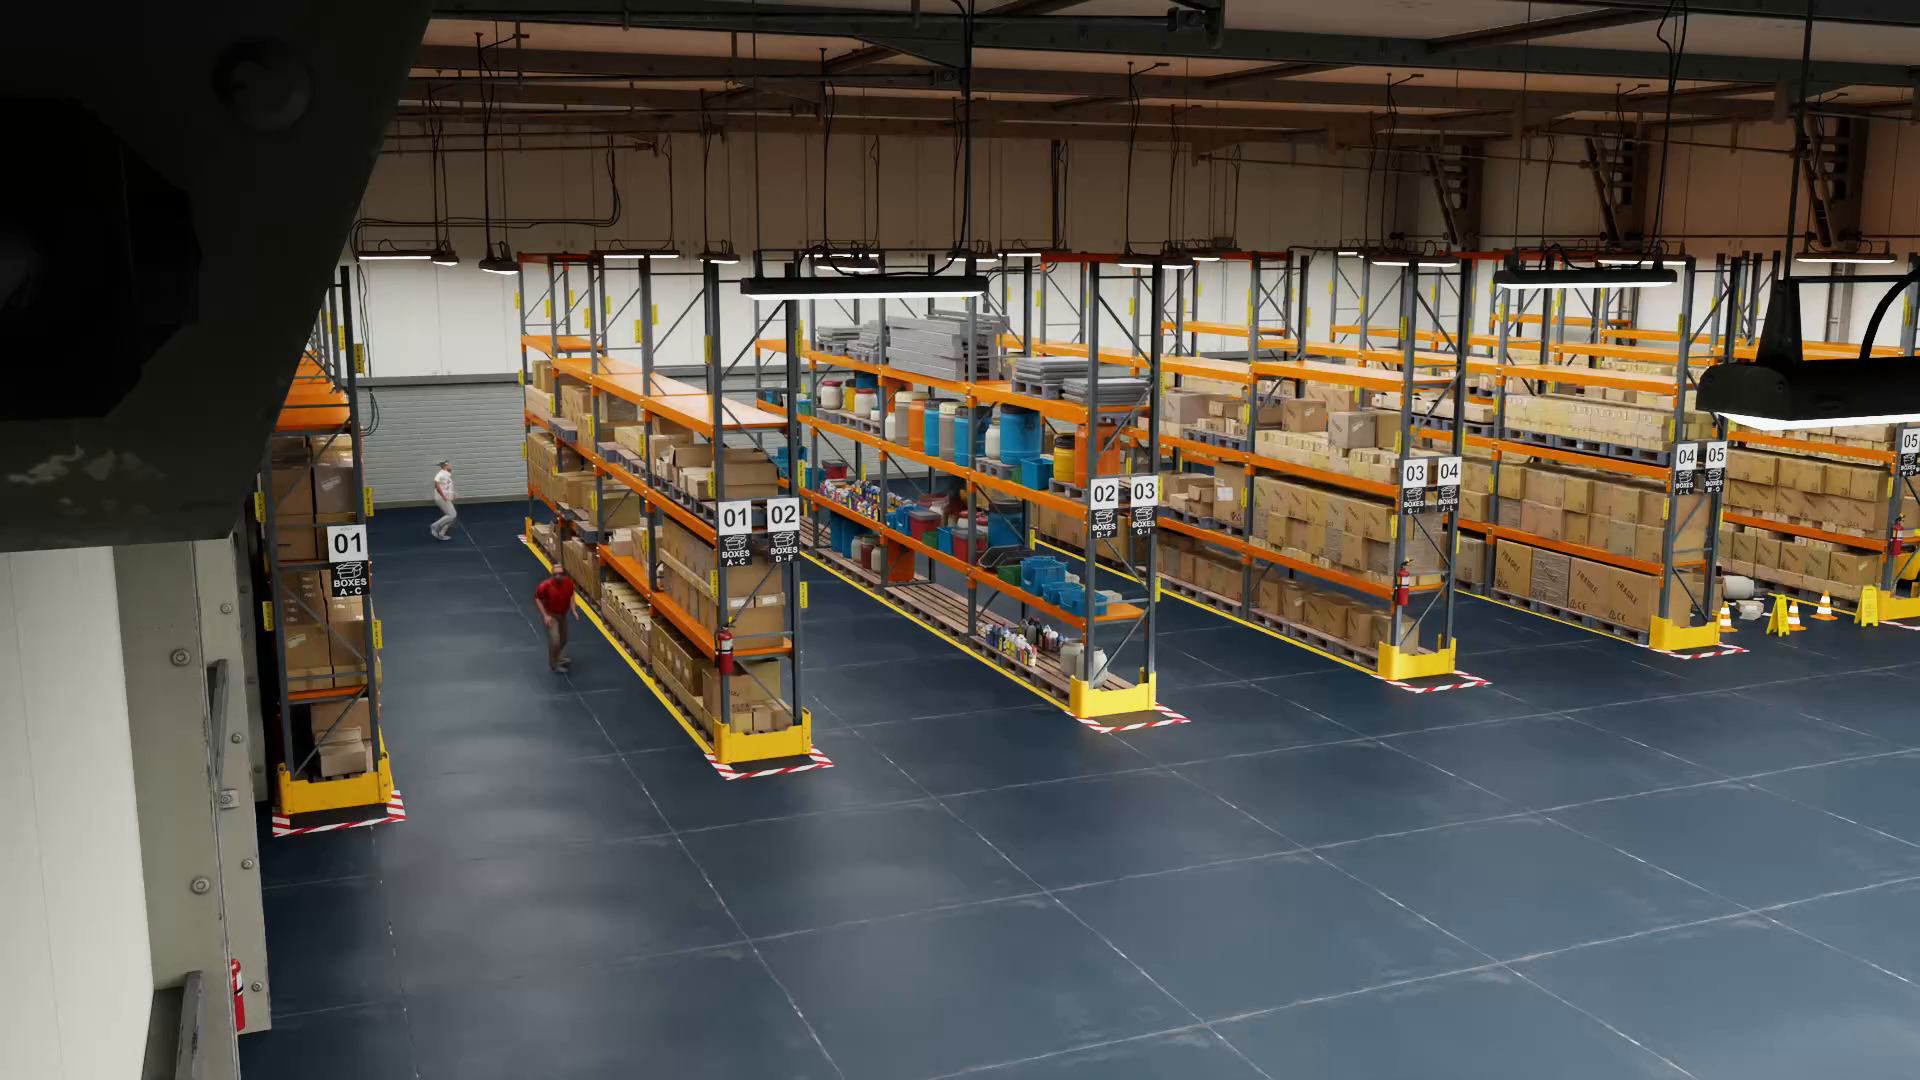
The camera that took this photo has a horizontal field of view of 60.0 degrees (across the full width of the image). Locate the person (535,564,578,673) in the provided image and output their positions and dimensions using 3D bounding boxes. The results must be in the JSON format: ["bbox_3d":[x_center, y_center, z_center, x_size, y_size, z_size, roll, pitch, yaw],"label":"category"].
[{"bbox_3d":[-5.948,1.130,24.379,0.763,1.673,0.682,9,14,41],"label":"person"}]

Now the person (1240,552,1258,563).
[{"bbox_3d":[5.668,-0.305,31.874,0.744,1.727,0.627,-2,11,-9],"label":"person"}]

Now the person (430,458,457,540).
[{"bbox_3d":[-10.917,-0.872,35.119,0.560,1.675,0.770,-2,11,-13],"label":"person"}]
